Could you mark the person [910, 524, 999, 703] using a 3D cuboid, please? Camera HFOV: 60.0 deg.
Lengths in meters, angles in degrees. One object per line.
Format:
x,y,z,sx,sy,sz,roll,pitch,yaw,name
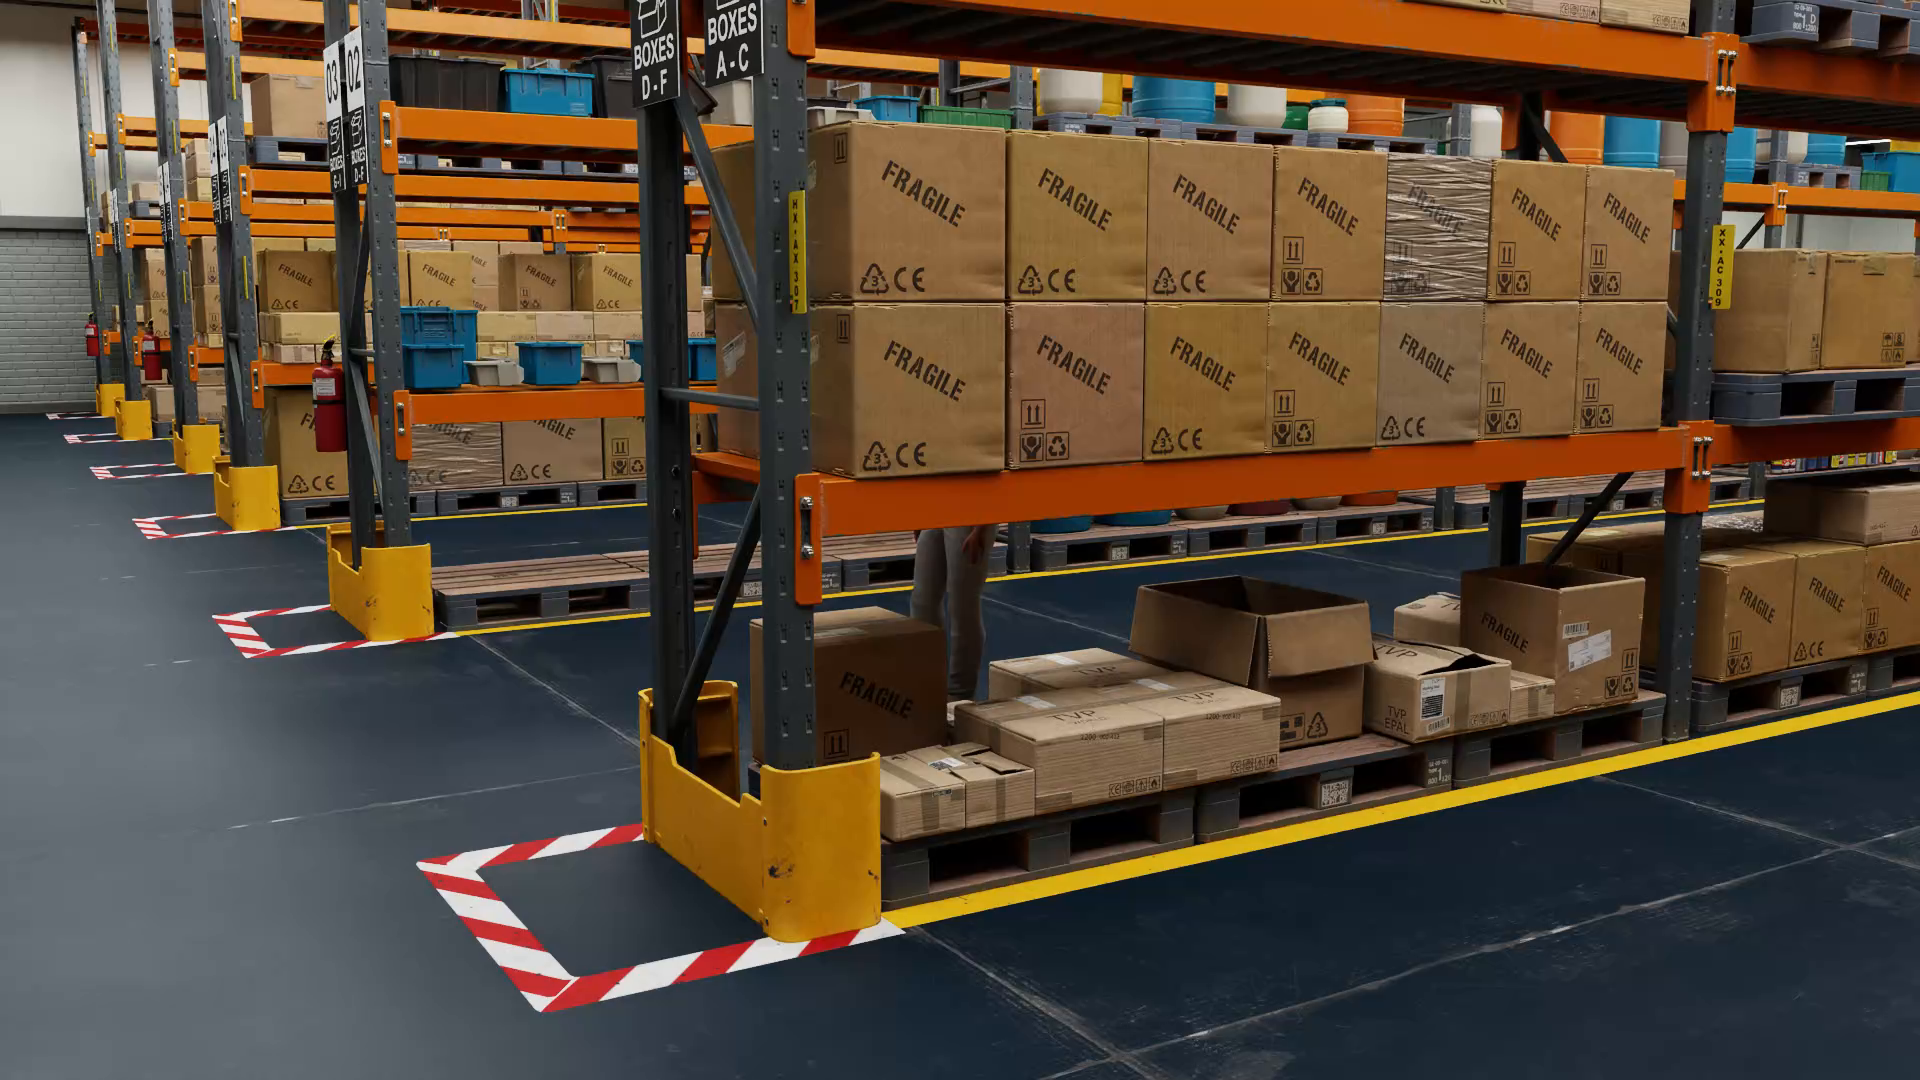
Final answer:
-0.071,-0.083,7.224,0.529,1.694,0.568,-5,10,-31,person
